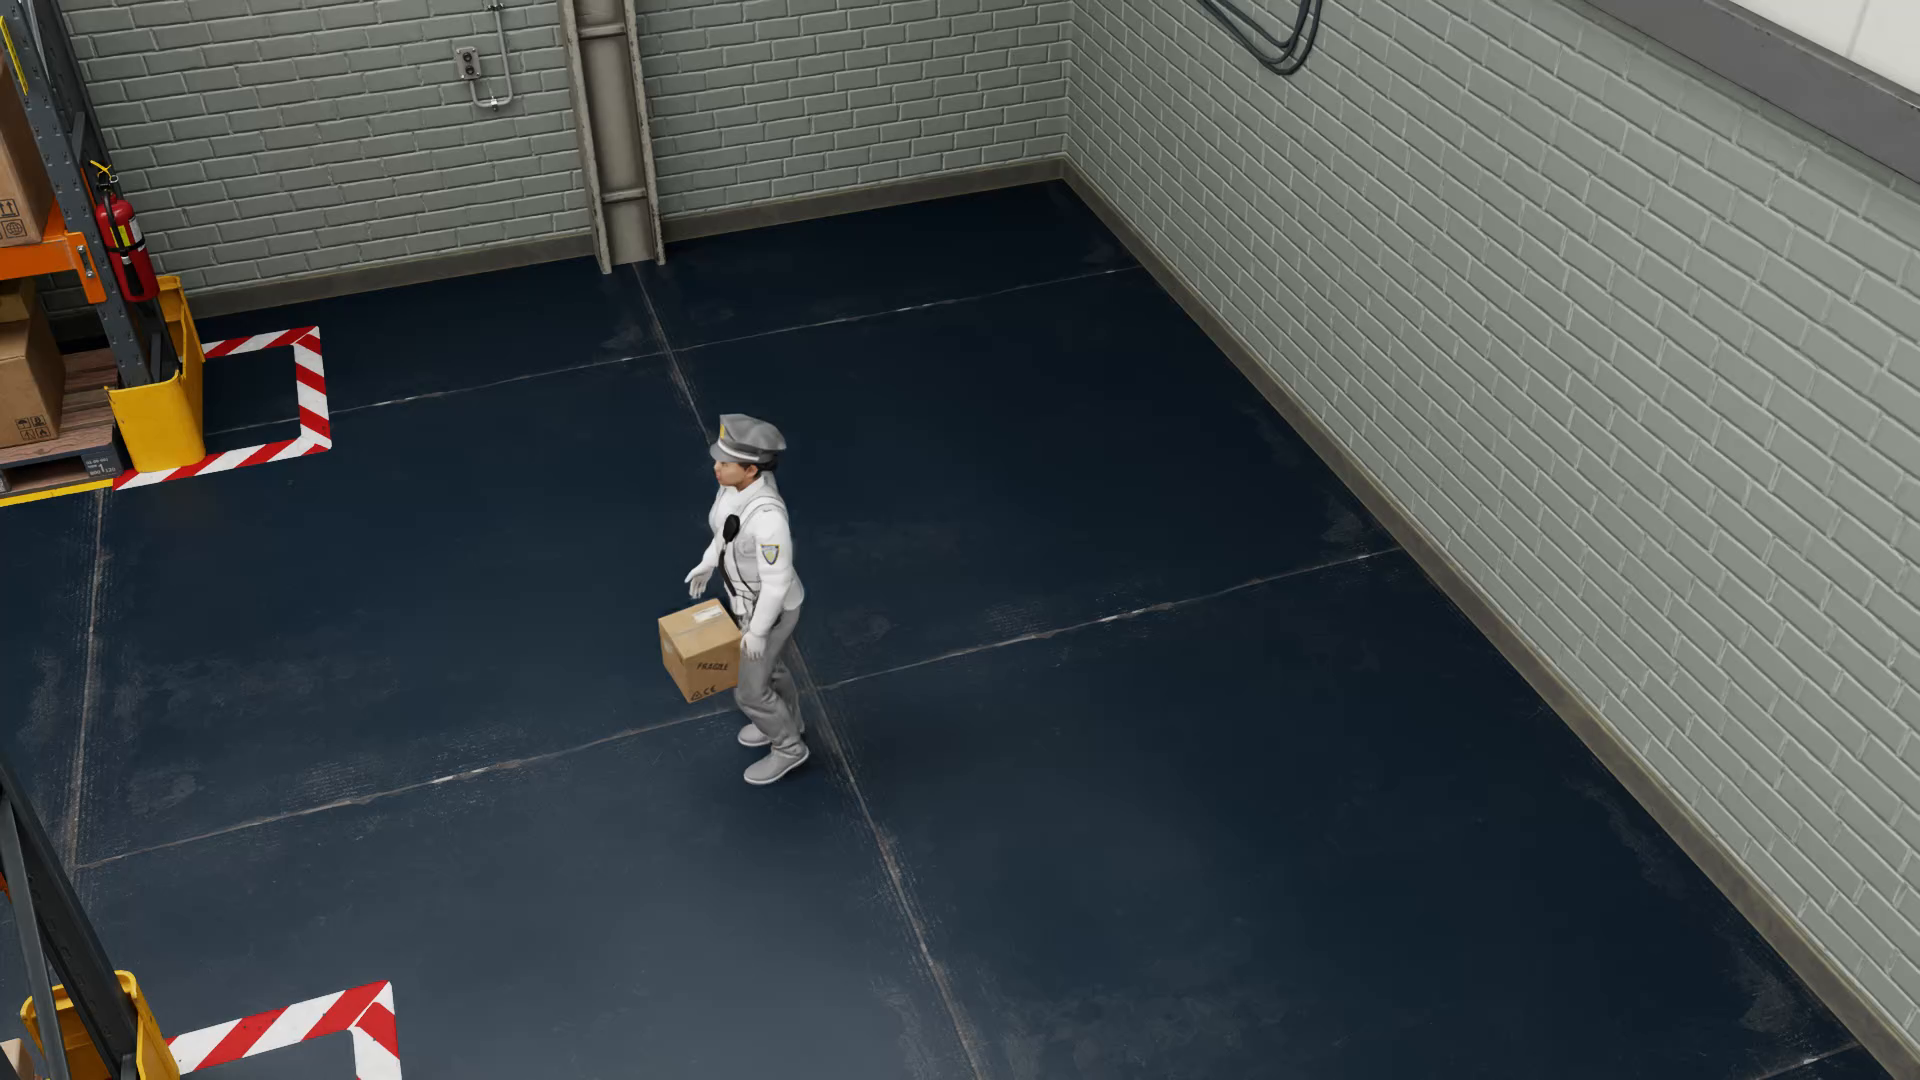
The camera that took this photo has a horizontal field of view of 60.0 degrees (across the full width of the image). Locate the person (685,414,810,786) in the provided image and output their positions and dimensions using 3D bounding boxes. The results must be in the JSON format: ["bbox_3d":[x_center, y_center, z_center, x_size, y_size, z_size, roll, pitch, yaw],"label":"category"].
[{"bbox_3d":[-0.819,0.246,6.448,0.425,1.688,0.578,-12,39,-14],"label":"person"}]
